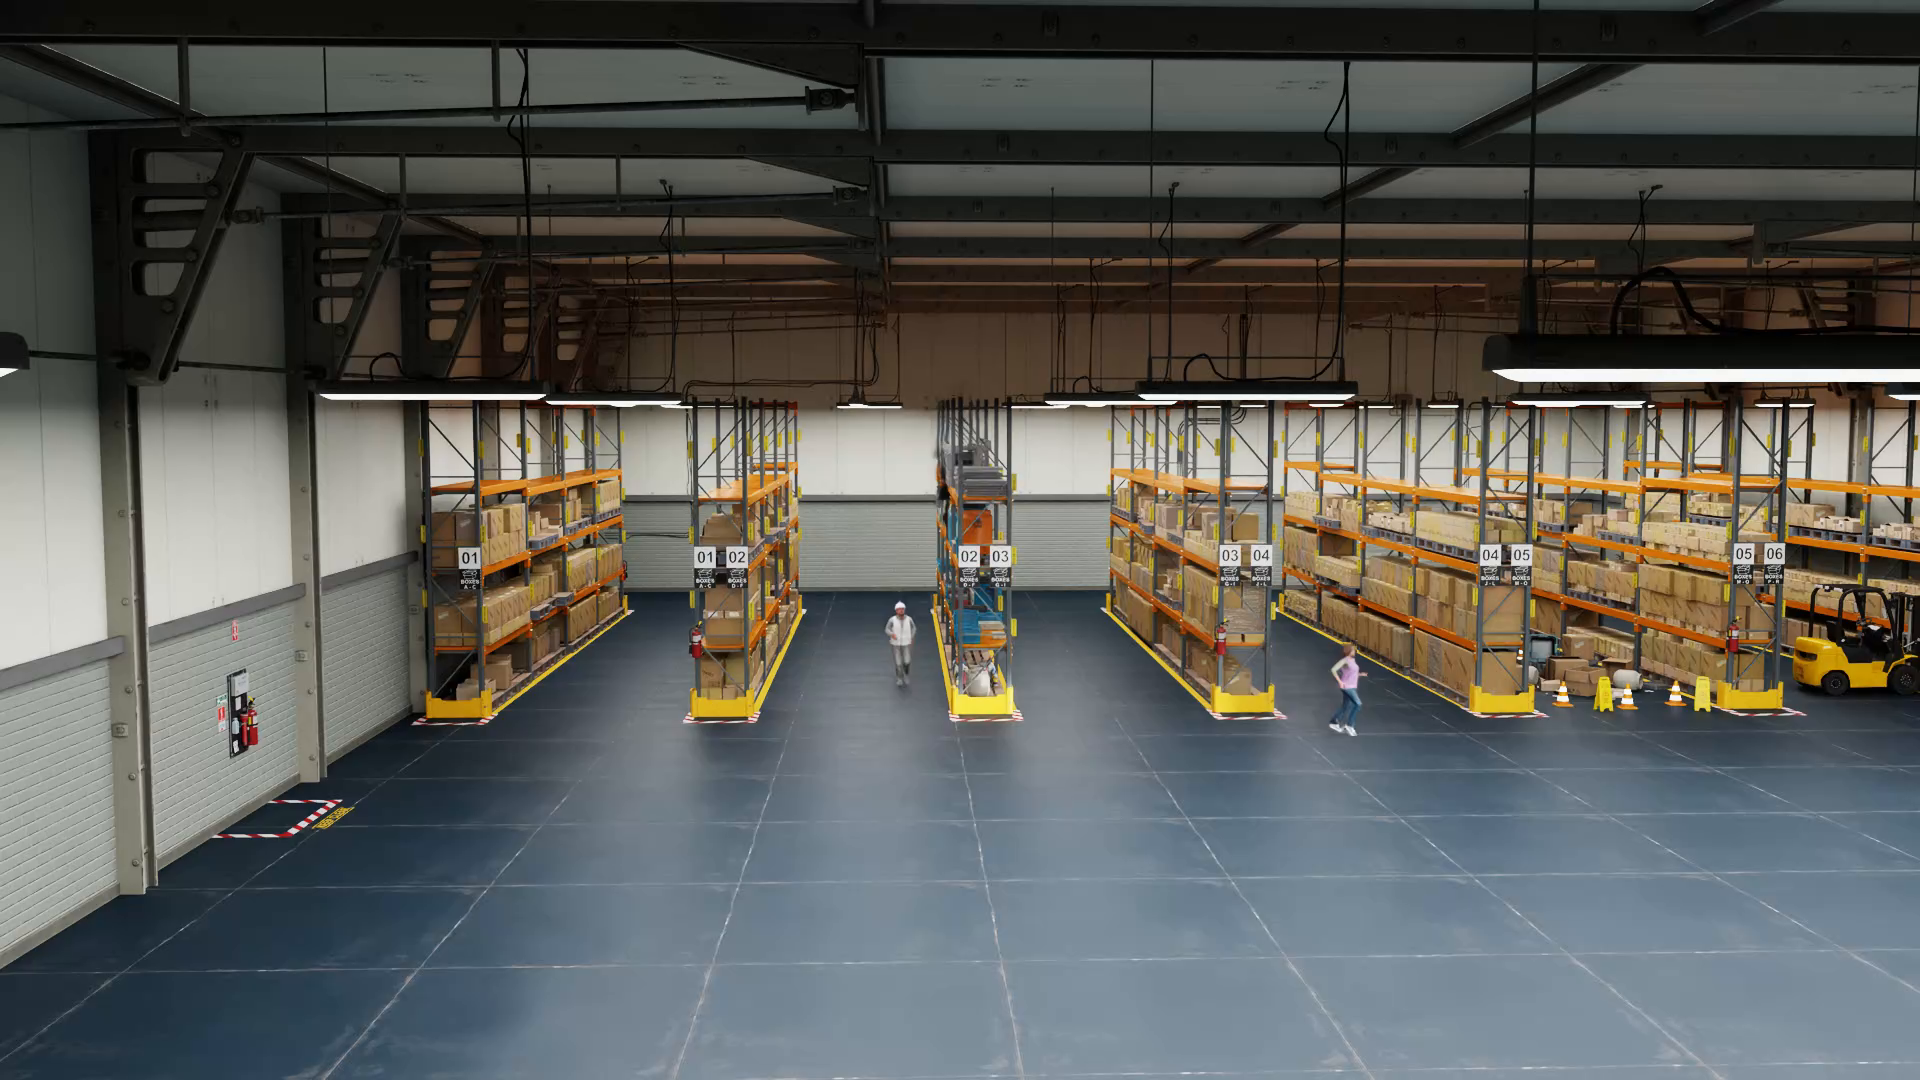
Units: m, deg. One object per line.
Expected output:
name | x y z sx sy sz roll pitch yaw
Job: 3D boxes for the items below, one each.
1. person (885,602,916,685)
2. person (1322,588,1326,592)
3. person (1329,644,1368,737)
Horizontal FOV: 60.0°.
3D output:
person | -1.231 2.170 34.645 0.662 1.745 0.638 0 4 -6
person | 10.632 1.108 48.843 0.685 1.696 0.573 -4 6 -44
person | 6.869 2.654 29.410 0.695 1.631 0.506 2 5 28
